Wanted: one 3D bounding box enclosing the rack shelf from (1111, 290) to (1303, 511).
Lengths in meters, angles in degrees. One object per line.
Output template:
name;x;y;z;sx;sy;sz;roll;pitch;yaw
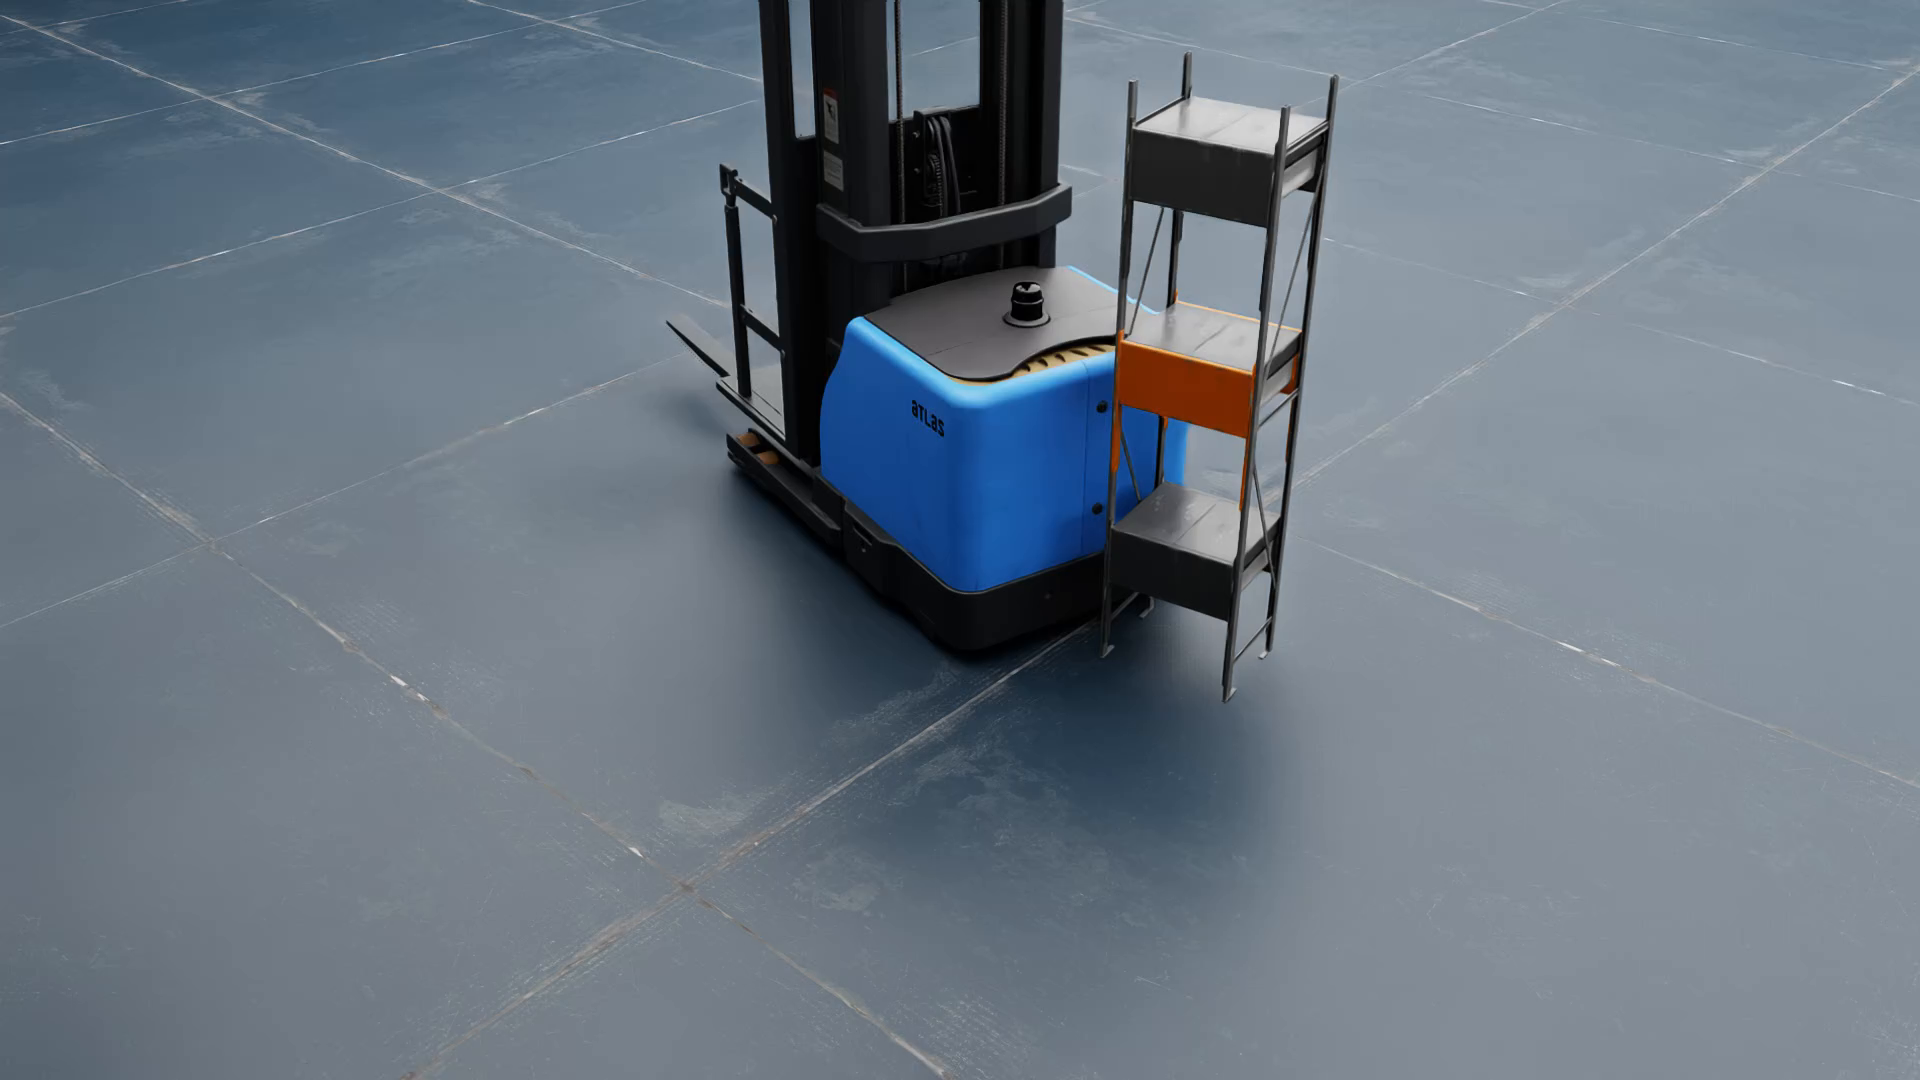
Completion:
rack shelf;0.823;-0.472;5.524;0.480;0.518;0.431;18;36;28

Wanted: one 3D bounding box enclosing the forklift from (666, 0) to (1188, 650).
forklift;-0.353;-1.584;6.539;1.130;2.935;3.031;-18;35;-27

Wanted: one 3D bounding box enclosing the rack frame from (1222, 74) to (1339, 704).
rack frame;1.028;-0.416;5.404;0.015;2.100;0.400;18;36;28

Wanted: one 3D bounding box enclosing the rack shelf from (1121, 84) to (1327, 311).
rack shelf;0.823;-1.071;5.162;0.480;0.518;0.431;18;36;28

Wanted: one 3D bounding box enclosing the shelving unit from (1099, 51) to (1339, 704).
shelving unit;0.823;-0.484;5.517;0.503;2.100;0.431;18;36;28

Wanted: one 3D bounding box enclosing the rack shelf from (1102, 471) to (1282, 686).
rack shelf;0.824;0.127;5.886;0.480;0.518;0.431;18;36;28

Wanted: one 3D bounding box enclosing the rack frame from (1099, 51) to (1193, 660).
rack frame;0.618;-0.552;5.631;0.015;2.100;0.400;18;36;28
